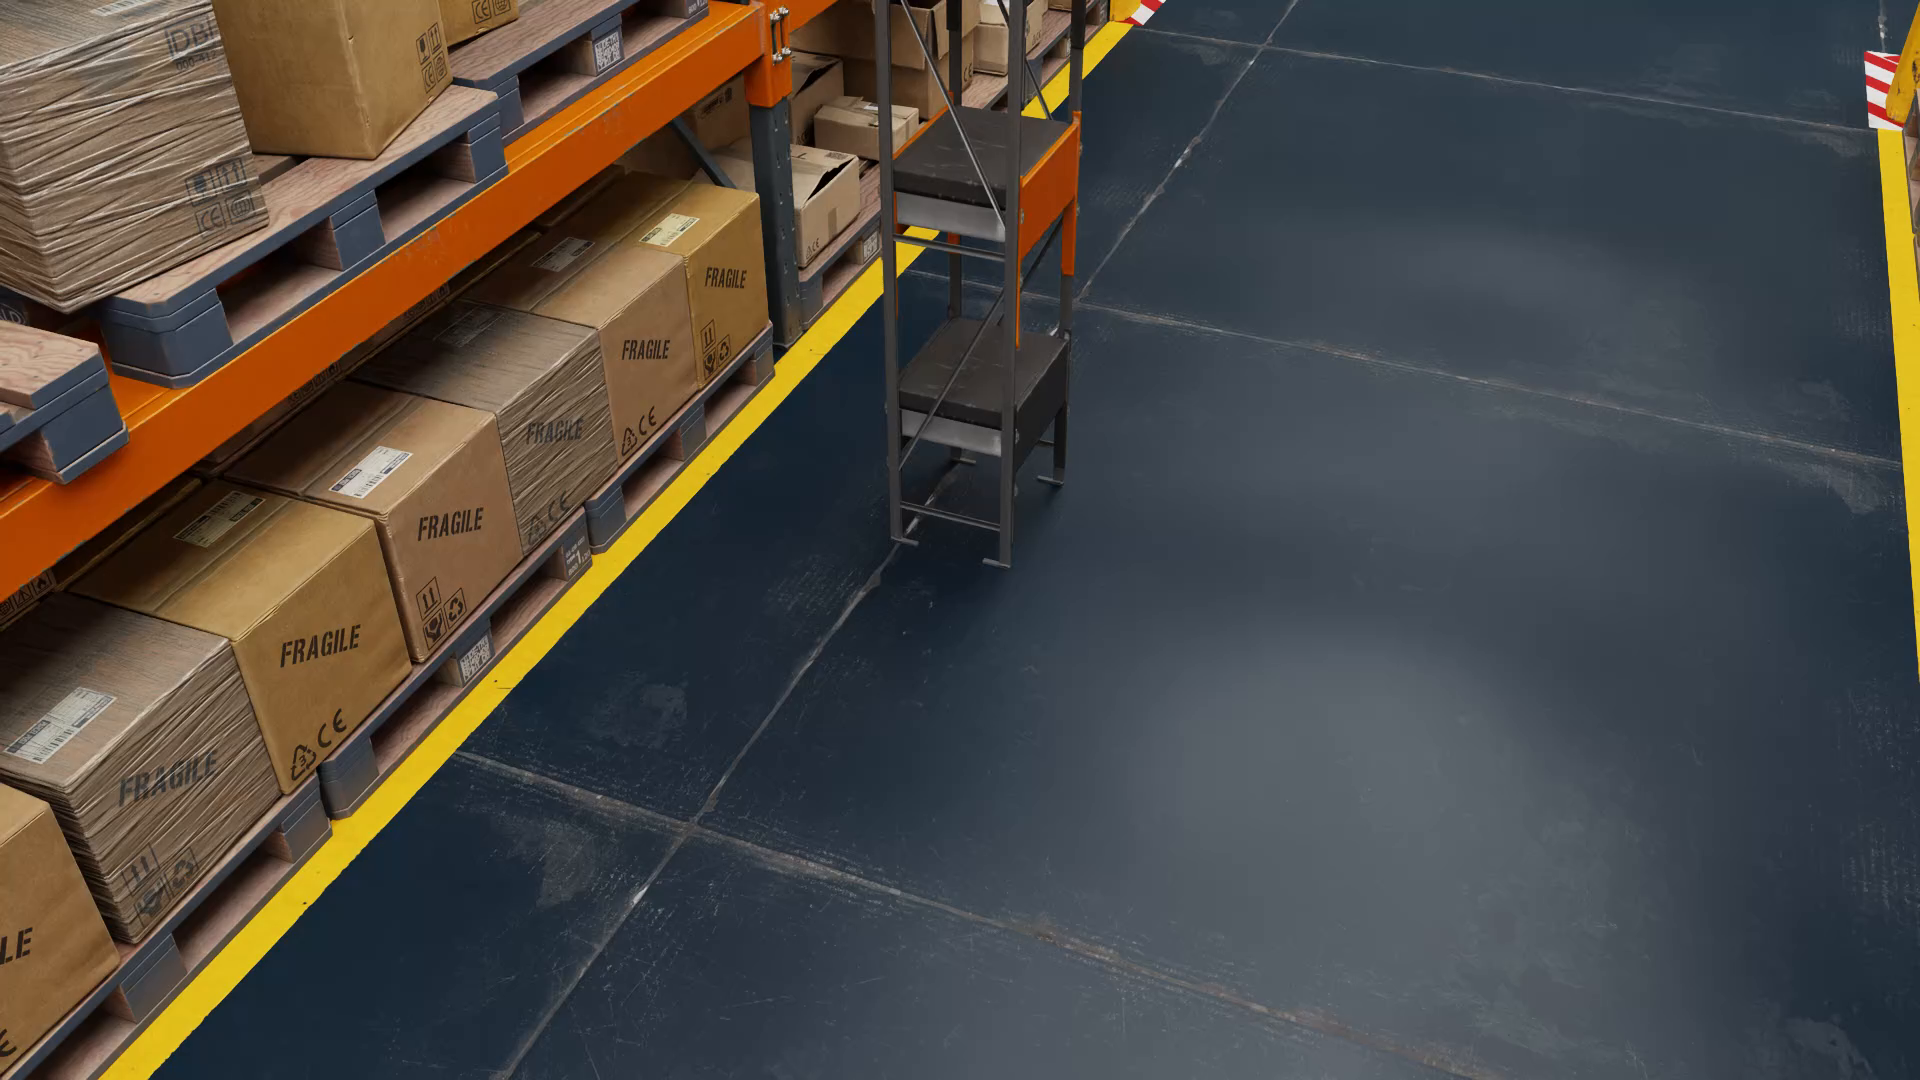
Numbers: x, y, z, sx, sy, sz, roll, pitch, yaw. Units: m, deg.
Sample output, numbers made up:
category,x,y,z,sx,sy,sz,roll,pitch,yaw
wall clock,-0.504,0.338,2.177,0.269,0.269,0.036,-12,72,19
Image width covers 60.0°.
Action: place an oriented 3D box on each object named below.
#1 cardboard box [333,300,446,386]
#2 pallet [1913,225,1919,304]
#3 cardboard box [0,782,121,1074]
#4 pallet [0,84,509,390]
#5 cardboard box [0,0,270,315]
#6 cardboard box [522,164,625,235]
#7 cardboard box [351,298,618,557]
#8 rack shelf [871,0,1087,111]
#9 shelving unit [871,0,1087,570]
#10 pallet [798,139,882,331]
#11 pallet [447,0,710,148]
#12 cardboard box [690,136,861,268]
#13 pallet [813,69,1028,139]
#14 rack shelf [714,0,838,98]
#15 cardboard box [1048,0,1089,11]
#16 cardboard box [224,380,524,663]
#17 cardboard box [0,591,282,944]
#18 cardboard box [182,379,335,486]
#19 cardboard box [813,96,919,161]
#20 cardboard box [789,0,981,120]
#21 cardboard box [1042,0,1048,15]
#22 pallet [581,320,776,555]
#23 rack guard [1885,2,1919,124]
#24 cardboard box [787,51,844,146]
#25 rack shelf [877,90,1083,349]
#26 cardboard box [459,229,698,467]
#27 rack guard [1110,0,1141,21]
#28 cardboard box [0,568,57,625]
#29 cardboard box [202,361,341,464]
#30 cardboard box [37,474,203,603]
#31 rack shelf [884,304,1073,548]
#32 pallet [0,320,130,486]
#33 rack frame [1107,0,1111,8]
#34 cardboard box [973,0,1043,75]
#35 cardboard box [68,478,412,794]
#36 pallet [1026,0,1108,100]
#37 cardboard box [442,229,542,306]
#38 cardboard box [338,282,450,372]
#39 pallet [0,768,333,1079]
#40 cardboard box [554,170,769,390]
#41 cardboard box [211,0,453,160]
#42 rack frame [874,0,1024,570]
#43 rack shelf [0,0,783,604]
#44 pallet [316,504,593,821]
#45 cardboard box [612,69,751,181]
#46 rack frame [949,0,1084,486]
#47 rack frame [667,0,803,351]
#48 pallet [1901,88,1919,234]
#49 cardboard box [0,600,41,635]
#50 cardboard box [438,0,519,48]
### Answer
category,x,y,z,sx,sy,sz,roll,pitch,yaw
cardboard box,-1.877,-0.444,5.059,0.500,0.500,0.500,14,39,18
pallet,4.208,-0.901,6.279,1.003,0.211,1.213,14,39,18
cardboard box,-2.163,0.798,3.397,0.500,0.500,0.500,15,39,20
pallet,-1.865,-0.841,4.029,1.003,0.211,1.213,14,39,18
cardboard box,-1.940,-0.885,3.495,0.700,0.500,0.500,21,42,26
cardboard box,-1.488,-1.017,5.826,0.500,0.500,0.500,12,38,16
cardboard box,-1.388,-0.342,4.922,0.500,0.500,0.500,14,39,18
rack shelf,0.063,-1.482,4.333,0.431,0.518,0.480,14,39,18
shelving unit,0.063,-0.933,4.744,0.431,2.100,0.503,14,39,18
pallet,-0.816,-1.317,6.836,1.003,0.211,1.213,14,39,18
pallet,-1.483,-1.560,4.992,1.003,0.211,1.213,14,39,18
cardboard box,-0.719,-1.337,6.411,0.500,0.311,0.500,14,39,18
pallet,-0.353,-1.995,7.743,1.003,0.211,1.213,14,39,18
rack shelf,-0.317,-2.874,7.190,1.077,0.370,4.000,14,39,18
cardboard box,0.465,-3.087,8.595,0.500,0.500,0.500,14,39,18
cardboard box,-1.580,-0.059,4.544,0.500,0.500,0.500,13,39,16
cardboard box,-1.969,0.507,3.786,0.500,0.500,0.500,12,39,16
cardboard box,-2.070,-0.164,4.685,0.500,0.500,0.500,12,39,16
cardboard box,-0.399,-1.760,7.098,0.380,0.166,0.250,14,39,18
cardboard box,-0.368,-2.272,7.502,0.797,0.503,0.637,14,39,18
cardboard box,0.227,-2.749,8.422,0.380,0.166,0.250,14,39,18
pallet,-1.353,-0.478,5.714,1.003,0.211,1.213,14,39,18
rack guard,5.020,-2.154,7.714,1.175,0.500,0.348,14,39,18
cardboard box,-0.838,-1.949,7.230,0.500,0.311,0.500,14,39,18
rack shelf,0.063,-0.922,4.752,0.431,0.518,0.480,14,39,18
cardboard box,-1.197,-0.619,5.293,0.500,0.500,0.500,14,39,18
rack guard,0.415,-3.226,9.148,1.175,0.500,0.348,14,39,18
cardboard box,-2.444,0.082,3.730,0.500,0.250,0.500,15,39,19
cardboard box,-2.059,-0.486,4.489,0.500,0.250,0.500,13,39,17
cardboard box,-2.264,0.128,4.294,0.500,0.500,0.500,12,39,16
rack shelf,0.063,-0.361,5.171,0.431,0.518,0.480,14,39,18
pallet,-2.407,-0.154,3.111,1.213,0.211,1.003,14,39,18
rack frame,0.444,-4.269,8.456,1.000,3.000,0.127,14,39,18
cardboard box,0.075,-2.468,7.975,0.500,0.250,0.500,14,39,18
cardboard box,-1.773,0.231,4.156,0.500,0.500,0.500,13,39,17
pallet,0.112,-2.668,8.644,1.003,0.211,1.213,14,39,18
cardboard box,-1.680,-0.719,5.427,0.500,0.500,0.500,14,39,18
cardboard box,-1.868,-0.764,4.860,0.500,0.250,0.500,14,39,18
pallet,-2.281,0.872,3.906,1.003,0.211,1.213,14,39,18
cardboard box,-1.001,-0.891,5.657,0.500,0.500,0.500,14,39,17
cardboard box,-1.693,-1.270,4.010,0.700,0.500,0.500,5,37,6
rack frame,-0.030,-0.798,4.563,0.400,2.100,0.015,14,39,18
rack shelf,-1.839,-0.659,4.227,1.077,0.370,4.000,14,39,18
pallet,-1.816,0.199,4.807,1.003,0.211,1.213,14,39,18
cardboard box,-1.124,-1.609,6.618,0.500,0.500,0.500,14,39,18
rack frame,0.156,-1.068,4.925,0.400,2.100,0.015,14,39,18
rack frame,-1.078,-2.054,5.493,1.000,3.000,0.127,14,39,18
pallet,4.673,-1.574,7.179,1.003,0.211,1.213,14,39,18
cardboard box,-2.462,0.414,3.911,0.500,0.500,0.500,15,39,20
cardboard box,-1.668,-1.656,4.526,0.700,0.500,0.500,20,41,25
